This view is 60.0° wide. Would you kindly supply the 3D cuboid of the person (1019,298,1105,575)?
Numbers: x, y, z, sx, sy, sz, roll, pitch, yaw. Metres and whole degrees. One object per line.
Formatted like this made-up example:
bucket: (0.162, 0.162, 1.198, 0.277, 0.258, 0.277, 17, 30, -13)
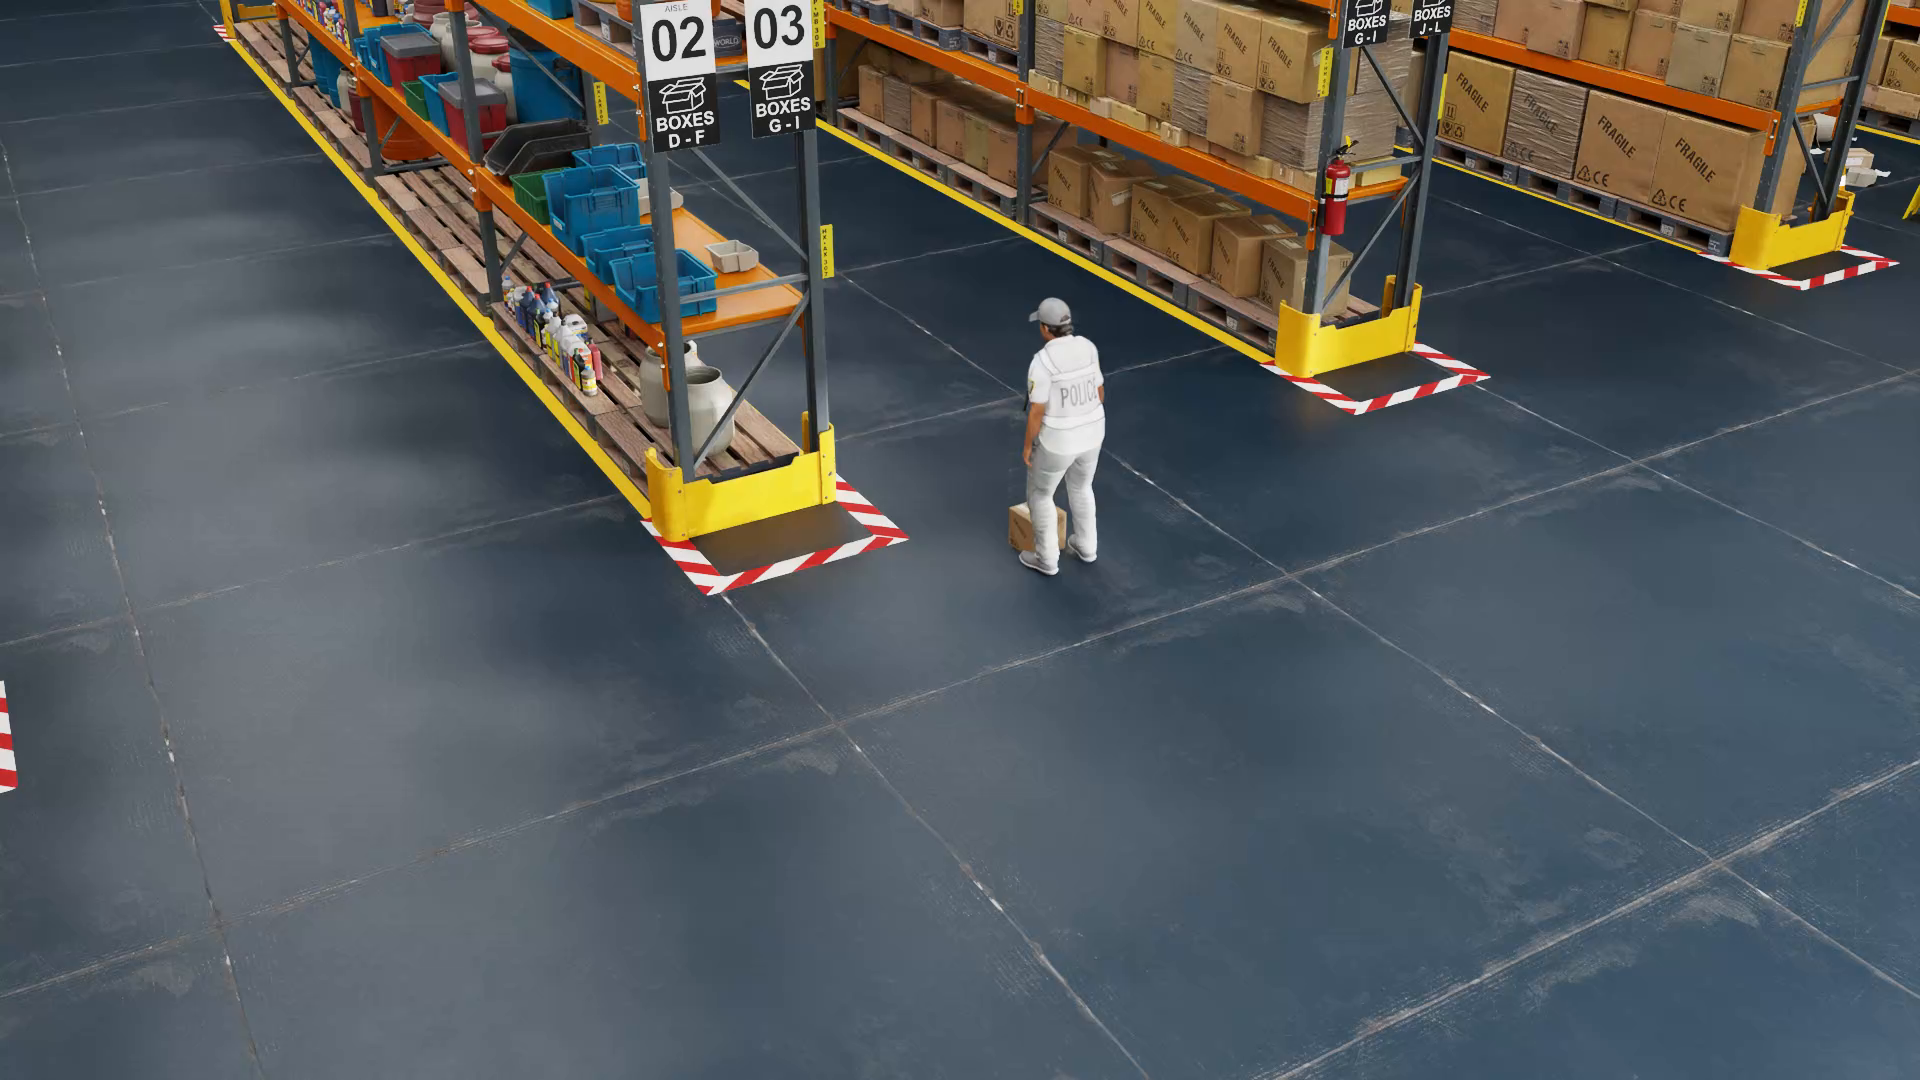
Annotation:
person: (0.588, -0.599, 9.622, 0.554, 1.665, 0.468, -18, 34, -29)
